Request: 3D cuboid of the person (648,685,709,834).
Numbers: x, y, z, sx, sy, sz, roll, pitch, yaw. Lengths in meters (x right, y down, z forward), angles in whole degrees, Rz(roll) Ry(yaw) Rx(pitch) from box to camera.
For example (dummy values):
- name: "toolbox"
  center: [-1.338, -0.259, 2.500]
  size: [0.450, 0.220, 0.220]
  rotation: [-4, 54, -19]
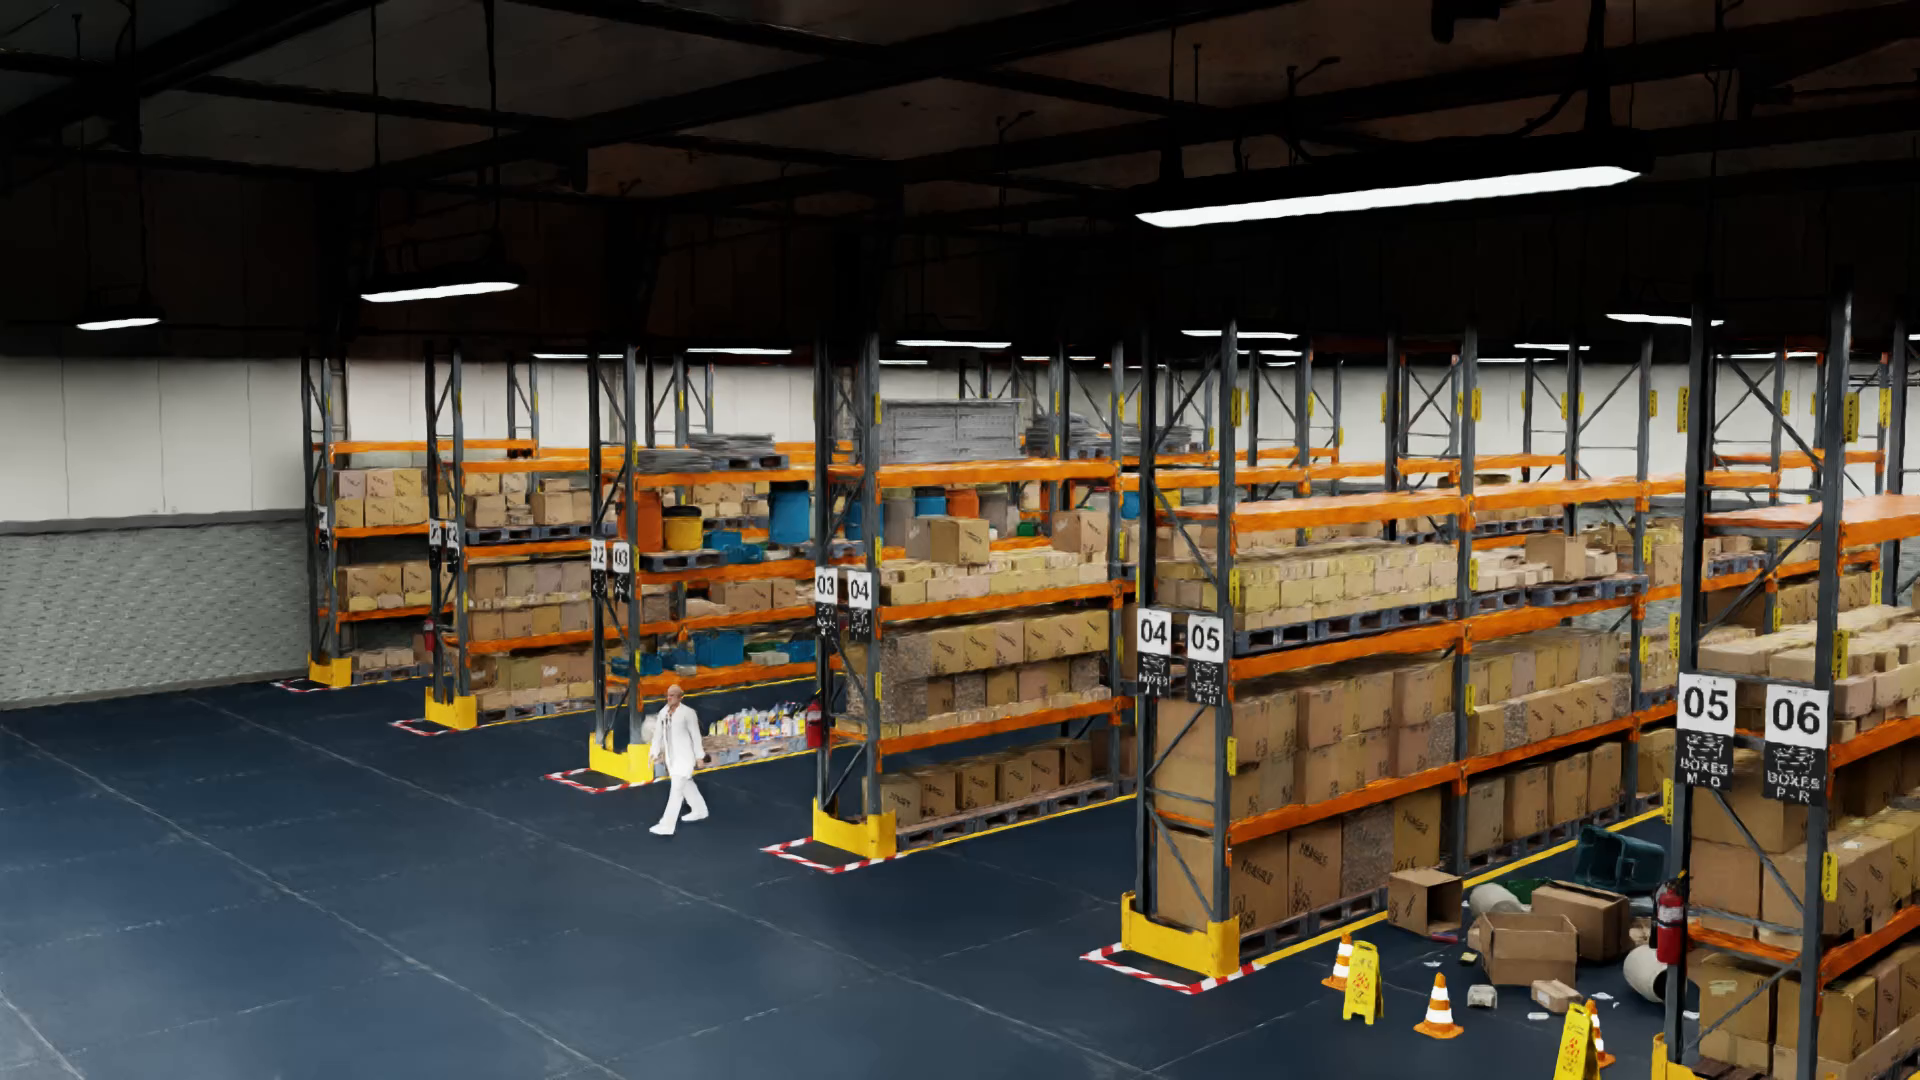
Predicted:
- name: "person"
  center: [-3.366, 2.562, 19.685]
  size: [0.580, 1.715, 1.105]
  rotation: [4, 6, 39]

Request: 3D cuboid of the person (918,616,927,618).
- name: "person"
  center: [-0.595, 1.680, 29.945]
  size: [0.454, 1.679, 0.538]
  rotation: [2, 5, 22]
